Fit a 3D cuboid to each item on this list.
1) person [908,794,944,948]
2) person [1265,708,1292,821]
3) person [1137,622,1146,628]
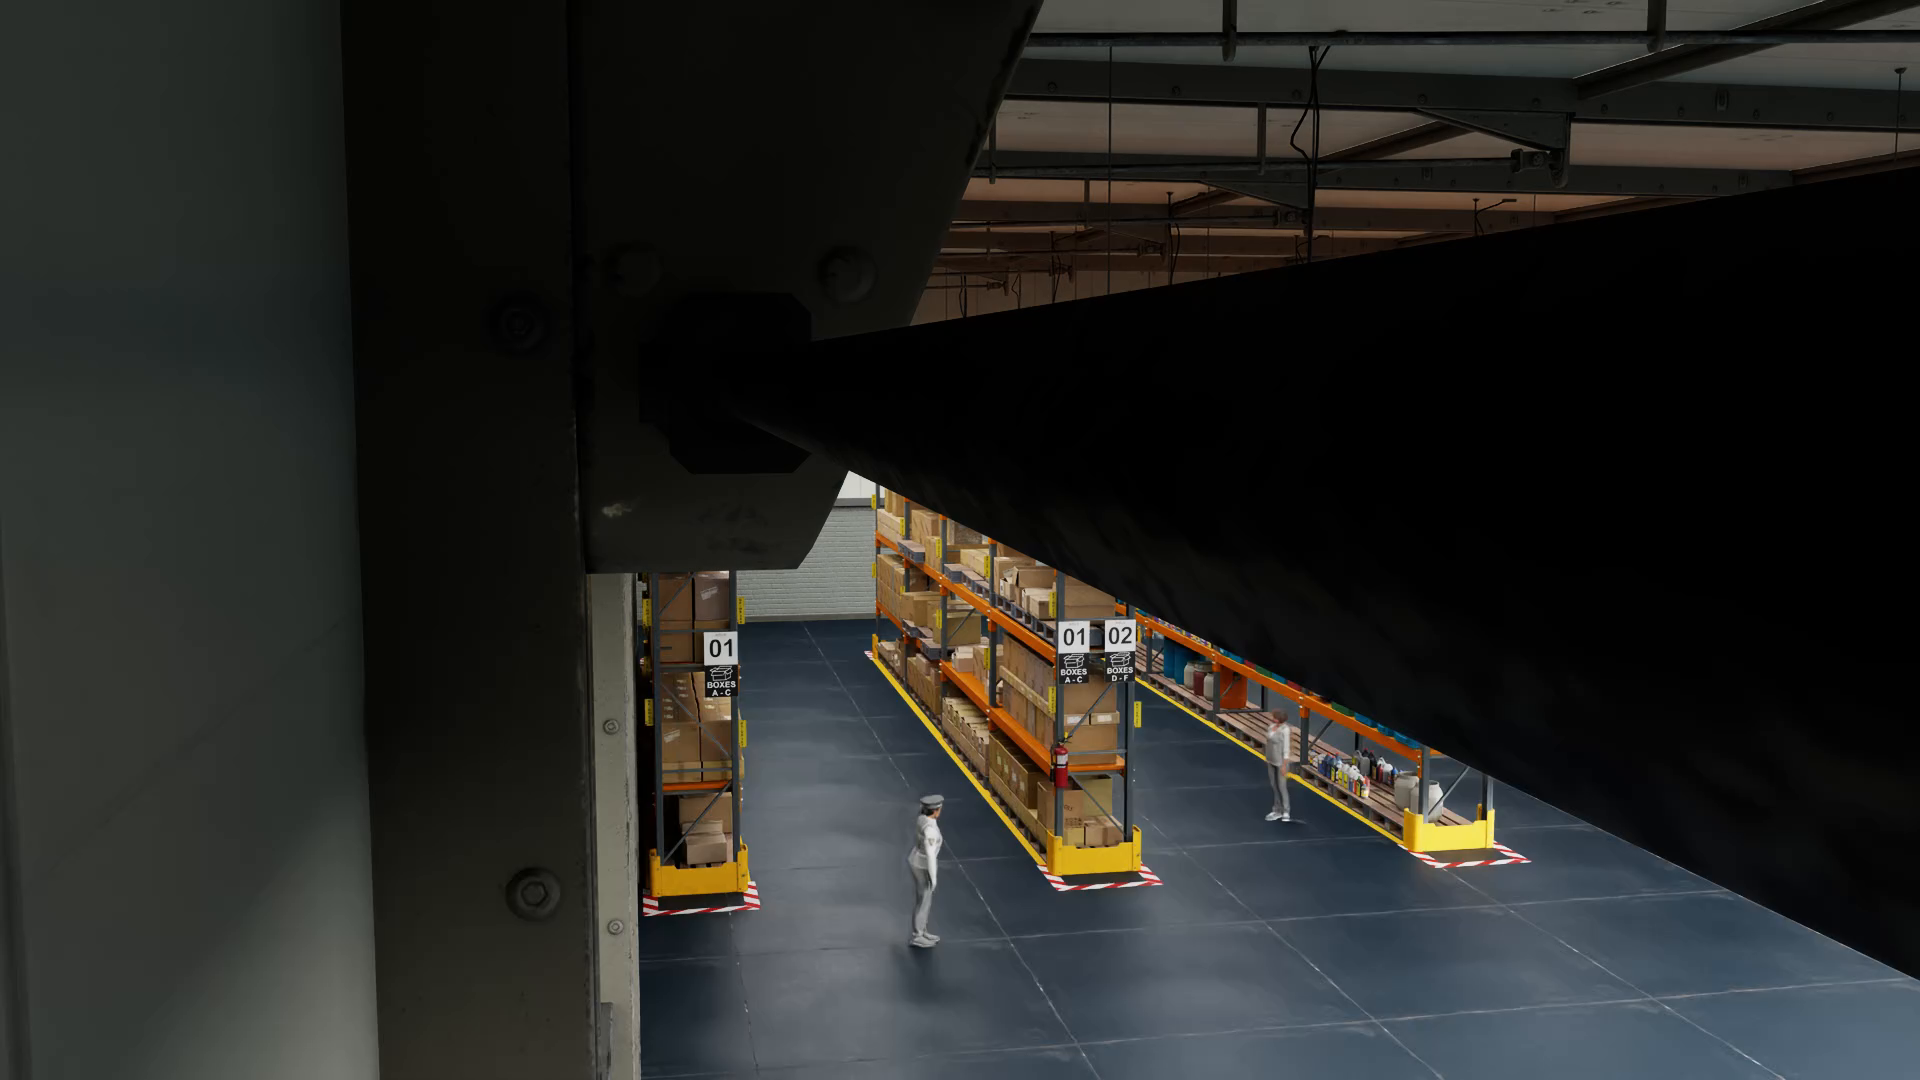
[{"bbox_3d":[-0.370,3.635,18.298,0.383,1.675,0.521,-1,6,-10],"label":"person"},{"bbox_3d":[4.484,3.147,23.329,0.344,1.616,0.464,-3,7,-28],"label":"person"},{"bbox_3d":[4.184,1.554,38.890,0.728,1.572,0.453,-5,7,-38],"label":"person"}]
